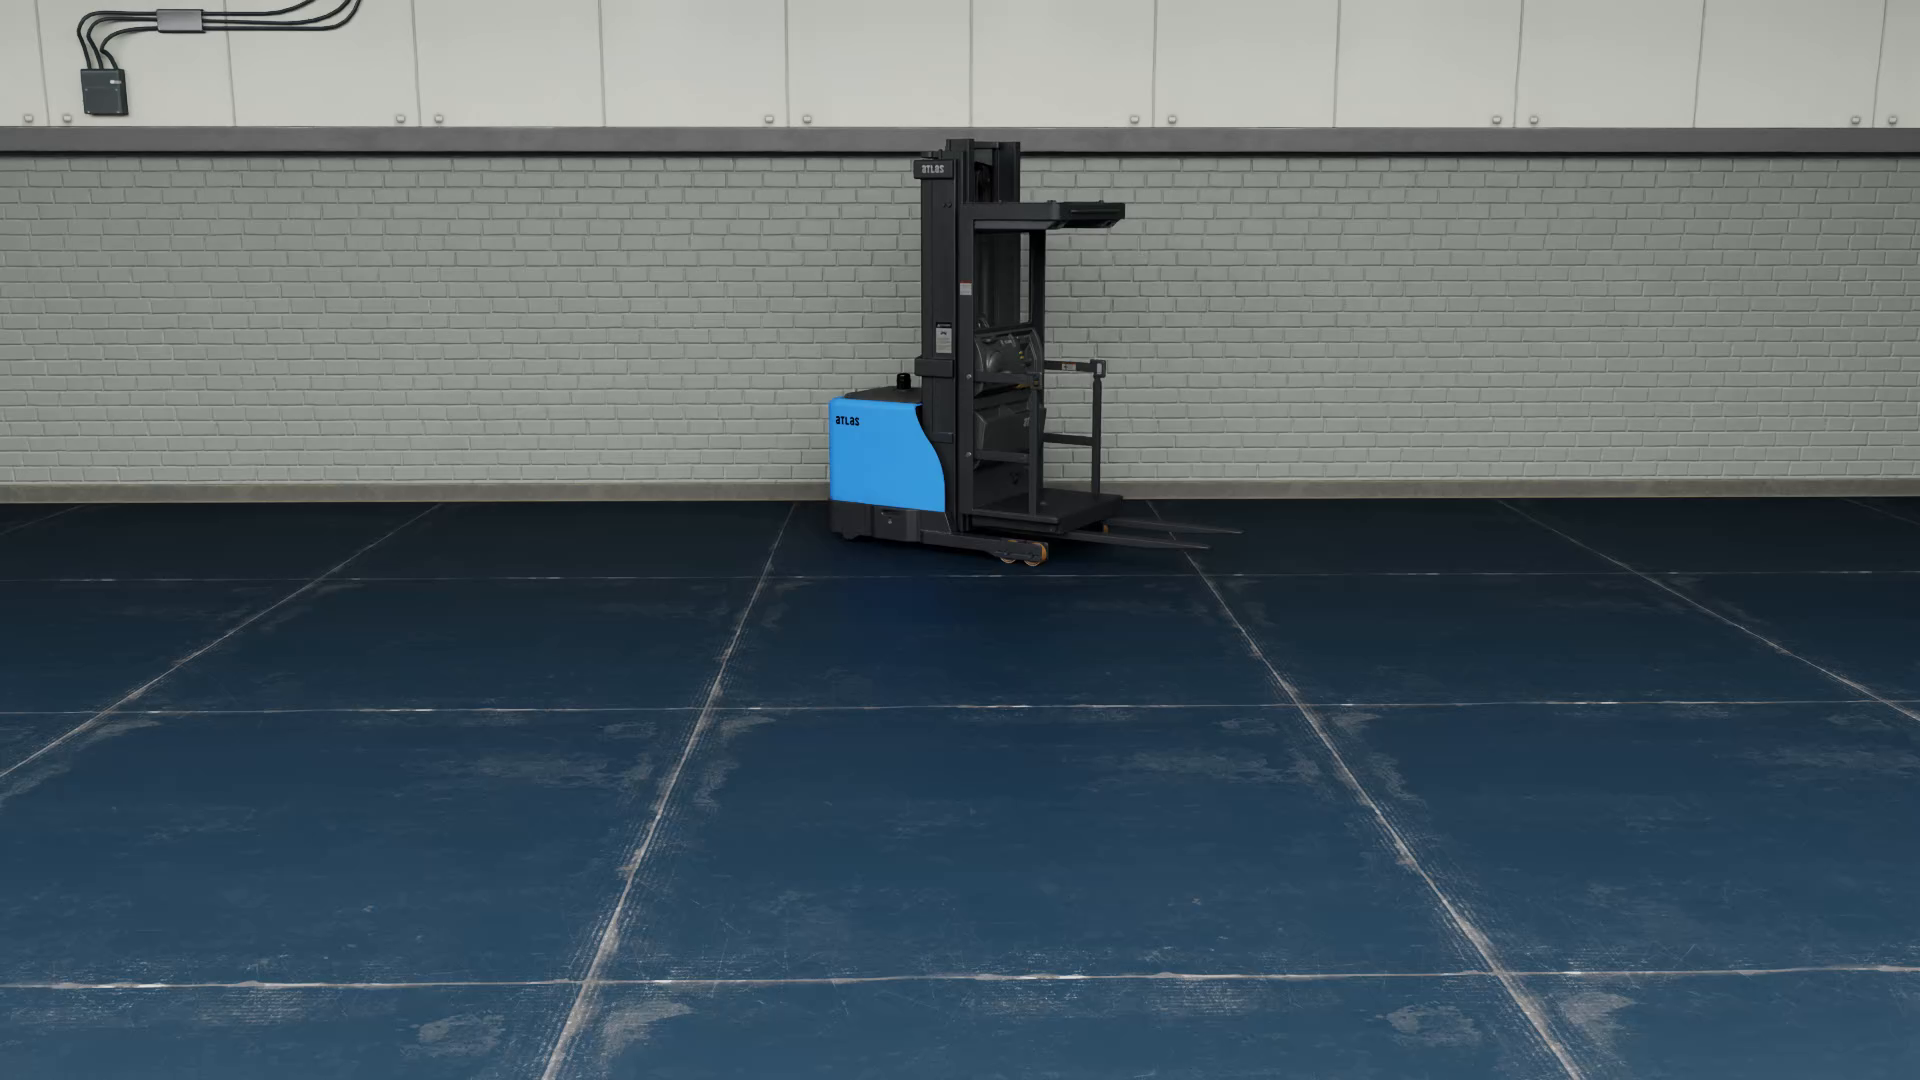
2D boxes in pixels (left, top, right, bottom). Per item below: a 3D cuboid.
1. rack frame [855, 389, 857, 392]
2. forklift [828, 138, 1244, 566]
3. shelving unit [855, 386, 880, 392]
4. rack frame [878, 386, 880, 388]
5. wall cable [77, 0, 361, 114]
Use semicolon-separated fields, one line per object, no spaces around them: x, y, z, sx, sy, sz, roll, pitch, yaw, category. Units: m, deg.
-0.756;-0.670;13.223;0.200;1.050;0.008;11;16;43;rack frame
0.536;-1.373;11.957;3.031;2.935;1.130;7;13;30;forklift
-0.672;-0.688;13.309;0.215;1.050;0.252;11;16;43;shelving unit
-0.588;-0.705;13.396;0.200;1.050;0.008;11;16;43;rack frame
-5.904;-6.388;12.861;2.305;6.003;0.169;0;11;-1;wall cable
